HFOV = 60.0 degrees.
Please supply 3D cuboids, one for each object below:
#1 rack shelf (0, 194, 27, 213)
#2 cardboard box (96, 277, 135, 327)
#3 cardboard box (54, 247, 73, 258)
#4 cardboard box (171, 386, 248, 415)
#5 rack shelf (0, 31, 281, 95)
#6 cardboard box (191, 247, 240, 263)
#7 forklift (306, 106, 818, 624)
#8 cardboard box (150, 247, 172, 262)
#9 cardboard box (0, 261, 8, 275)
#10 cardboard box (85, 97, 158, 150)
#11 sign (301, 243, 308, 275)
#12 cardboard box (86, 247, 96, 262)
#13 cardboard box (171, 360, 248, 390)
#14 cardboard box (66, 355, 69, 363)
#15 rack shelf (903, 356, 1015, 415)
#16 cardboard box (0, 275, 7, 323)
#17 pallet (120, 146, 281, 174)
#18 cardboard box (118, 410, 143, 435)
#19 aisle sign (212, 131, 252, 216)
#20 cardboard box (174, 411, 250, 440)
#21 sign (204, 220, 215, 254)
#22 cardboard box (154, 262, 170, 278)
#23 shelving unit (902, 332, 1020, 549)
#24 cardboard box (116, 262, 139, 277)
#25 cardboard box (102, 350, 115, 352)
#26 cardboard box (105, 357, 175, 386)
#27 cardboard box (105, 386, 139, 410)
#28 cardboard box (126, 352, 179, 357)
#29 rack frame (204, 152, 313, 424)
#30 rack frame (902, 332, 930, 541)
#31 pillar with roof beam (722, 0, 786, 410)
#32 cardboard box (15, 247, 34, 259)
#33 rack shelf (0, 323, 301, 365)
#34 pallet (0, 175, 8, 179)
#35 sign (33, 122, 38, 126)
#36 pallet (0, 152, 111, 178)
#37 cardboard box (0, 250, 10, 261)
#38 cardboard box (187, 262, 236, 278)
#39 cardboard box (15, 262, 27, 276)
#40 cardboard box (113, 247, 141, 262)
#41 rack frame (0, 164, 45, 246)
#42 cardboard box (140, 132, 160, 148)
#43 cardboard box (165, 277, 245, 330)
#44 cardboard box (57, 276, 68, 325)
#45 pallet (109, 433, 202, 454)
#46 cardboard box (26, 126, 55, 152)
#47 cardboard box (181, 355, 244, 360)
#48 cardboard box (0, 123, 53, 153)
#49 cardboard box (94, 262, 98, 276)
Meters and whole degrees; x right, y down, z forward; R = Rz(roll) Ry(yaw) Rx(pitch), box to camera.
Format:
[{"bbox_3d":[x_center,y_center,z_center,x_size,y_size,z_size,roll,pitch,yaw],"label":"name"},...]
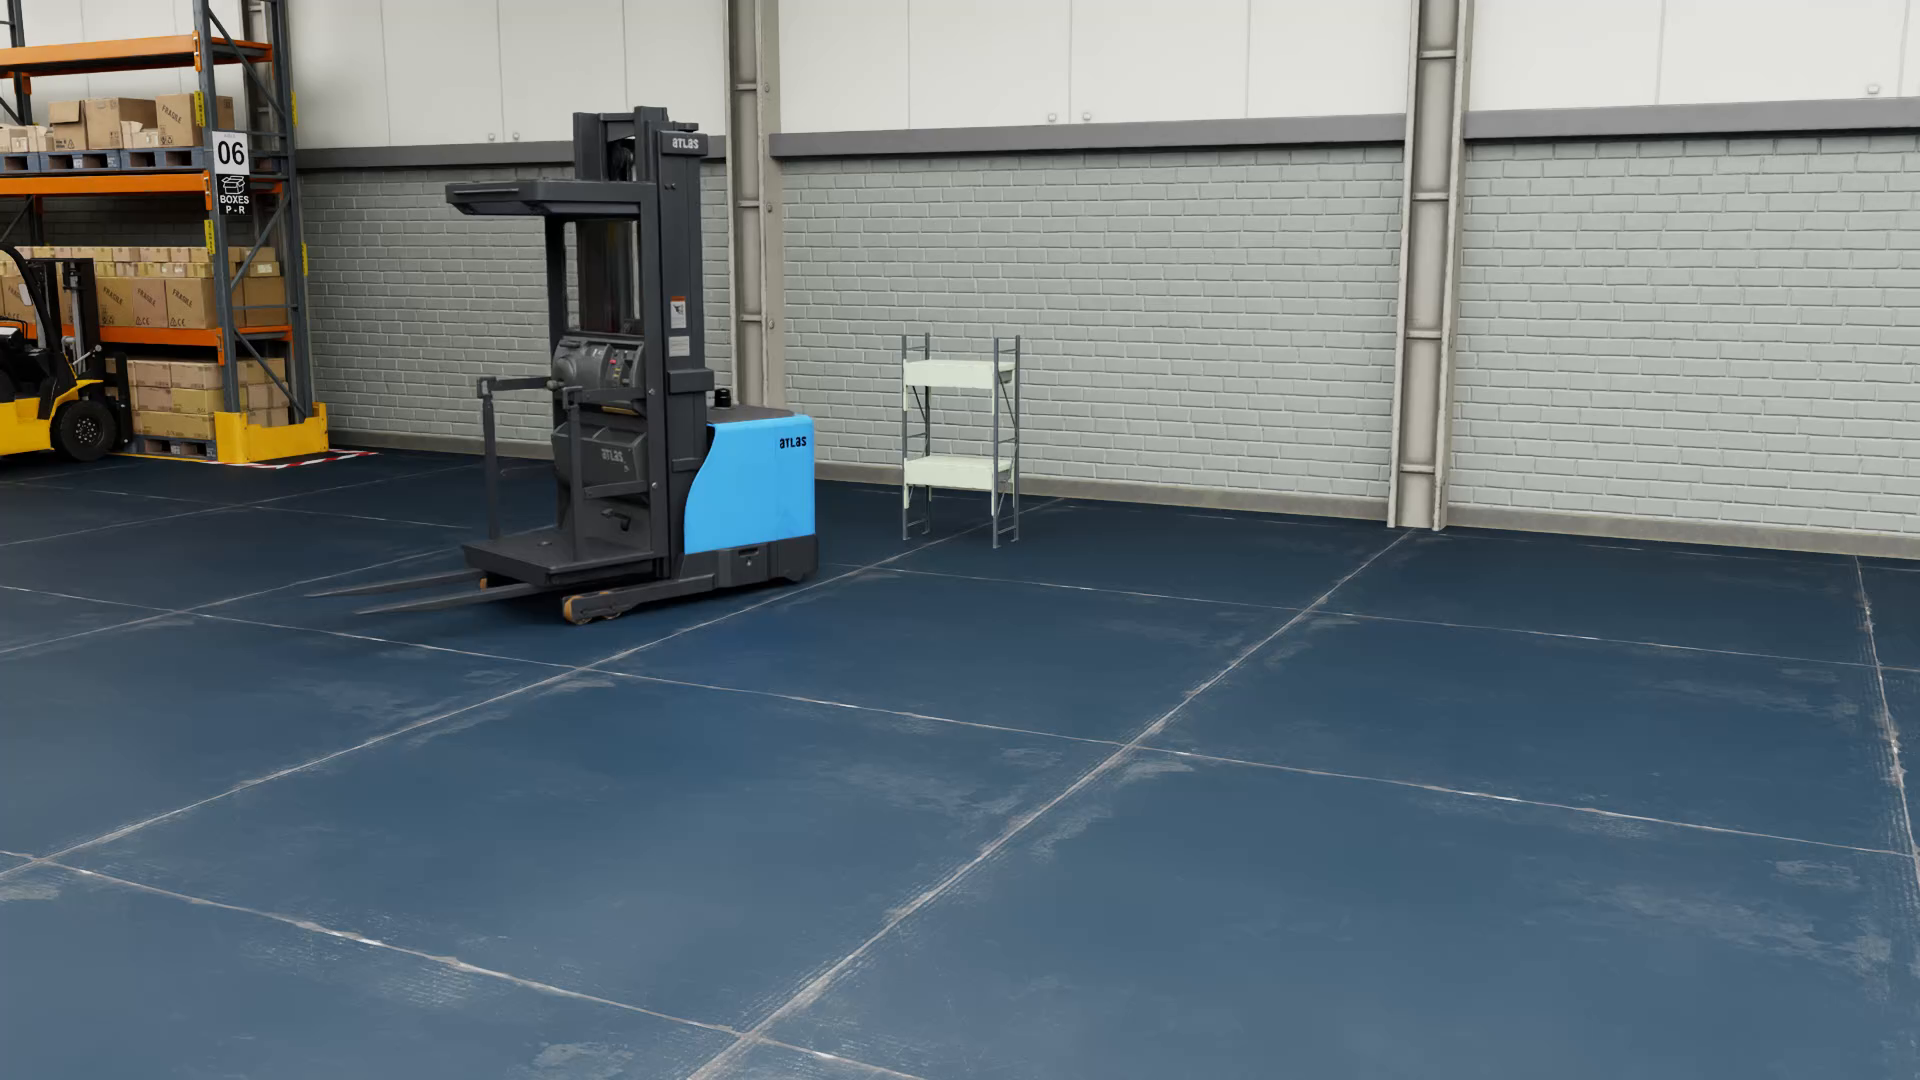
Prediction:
[{"bbox_3d":[-12.388,-3.928,19.108,4.000,0.370,1.077,5,11,26],"label":"rack shelf"},{"bbox_3d":[-8.485,-2.462,17.129,0.500,0.500,0.500,5,11,25],"label":"cardboard box"},{"bbox_3d":[-9.249,-3.002,17.455,0.250,0.149,0.380,5,11,26],"label":"cardboard box"},{"bbox_3d":[-7.582,-1.421,16.797,0.500,0.250,0.500,5,11,25],"label":"cardboard box"},{"bbox_3d":[-8.801,-4.892,17.135,4.000,0.370,1.077,5,11,26],"label":"rack shelf"},{"bbox_3d":[-7.421,-2.842,16.575,0.250,0.149,0.380,5,11,26],"label":"cardboard box"},{"bbox_3d":[-2.331,-1.061,9.865,3.031,2.935,1.130,-10,14,-43],"label":"forklift"},{"bbox_3d":[-7.903,-2.873,16.745,0.250,0.149,0.380,5,12,27],"label":"cardboard box"},{"bbox_3d":[-10.192,-2.929,17.891,0.250,0.149,0.380,5,12,27],"label":"cardboard box"},{"bbox_3d":[-8.386,-4.207,16.888,0.500,0.500,0.700,5,11,26],"label":"cardboard box"},{"bbox_3d":[-6.756,-2.886,17.101,0.005,0.325,0.100,5,11,26],"label":"sign"},{"bbox_3d":[-8.800,-2.962,17.238,0.250,0.149,0.380,5,11,27],"label":"cardboard box"},{"bbox_3d":[-7.558,-1.665,16.742,0.500,0.250,0.500,5,12,28],"label":"cardboard box"},{"bbox_3d":[-9.394,-1.826,17.633,0.500,0.250,0.500,5,12,28],"label":"cardboard box"},{"bbox_3d":[0.006,-1.122,12.024,0.720,0.370,0.431,5,11,26],"label":"rack shelf"},{"bbox_3d":[-10.312,-2.621,18.007,0.500,0.500,0.500,5,11,24],"label":"cardboard box"},{"bbox_3d":[-7.630,-3.825,16.770,1.213,0.211,1.003,5,11,26],"label":"pallet"},{"bbox_3d":[-8.455,-1.255,17.282,0.500,0.250,0.500,5,11,26],"label":"cardboard box"},{"bbox_3d":[-7.078,-3.560,16.179,0.004,0.787,0.394,5,11,26],"label":"aisle sign"},{"bbox_3d":[-7.568,-1.173,16.832,0.500,0.250,0.500,5,11,26],"label":"cardboard box"},{"bbox_3d":[-7.260,-2.934,16.101,0.005,0.325,0.100,5,11,26],"label":"sign"},{"bbox_3d":[-7.890,-2.730,16.787,0.250,0.149,0.380,5,12,27],"label":"cardboard box"},{"bbox_3d":[0.006,-0.737,12.094,0.755,1.500,0.431,5,11,26],"label":"shelving unit"},{"bbox_3d":[-8.367,-2.764,16.980,0.250,0.149,0.380,5,11,24],"label":"cardboard box"},{"bbox_3d":[-9.606,-1.948,18.307,0.500,0.250,0.500,5,11,25],"label":"cardboard box"},{"bbox_3d":[-8.475,-1.743,17.170,0.500,0.250,0.500,5,11,27],"label":"cardboard box"},{"bbox_3d":[-8.499,-1.500,17.231,0.500,0.250,0.500,5,11,25],"label":"cardboard box"},{"bbox_3d":[-8.704,-1.868,17.864,0.500,0.250,0.500,5,11,25],"label":"cardboard box"},{"bbox_3d":[-7.007,-2.333,16.698,0.127,3.000,1.000,5,11,26],"label":"rack frame"},{"bbox_3d":[-0.322,-0.766,12.253,0.023,1.500,0.400,5,11,26],"label":"rack frame"},{"bbox_3d":[-3.757,-4.324,10.851,0.400,9.000,9.100,5,11,26],"label":"pillar with roof beam"},{"bbox_3d":[-9.747,-3.029,17.606,0.250,0.149,0.380,5,12,27],"label":"cardboard box"},{"bbox_3d":[-8.801,-2.137,17.633,4.000,0.370,1.077,5,11,26],"label":"rack shelf"},{"bbox_3d":[-11.391,-4.098,18.562,1.217,0.209,0.805,5,11,24],"label":"pallet"},{"bbox_3d":[-10.350,-4.506,18.610,0.005,0.325,0.100,5,11,26],"label":"sign"},{"bbox_3d":[-9.818,-4.018,17.832,1.213,0.211,1.003,5,11,26],"label":"pallet"},{"bbox_3d":[-10.157,-3.087,17.928,0.250,0.149,0.380,5,11,27],"label":"cardboard box"},{"bbox_3d":[-7.442,-2.684,16.535,0.250,0.149,0.380,5,11,27],"label":"cardboard box"},{"bbox_3d":[-9.757,-2.882,17.629,0.250,0.149,0.380,5,12,27],"label":"cardboard box"},{"bbox_3d":[-8.376,-2.907,16.935,0.250,0.149,0.380,5,12,27],"label":"cardboard box"},{"bbox_3d":[-10.594,-2.648,18.440,0.127,3.000,1.000,5,11,26],"label":"rack frame"},{"bbox_3d":[-7.884,-3.958,16.500,0.250,0.149,0.380,5,11,24],"label":"cardboard box"},{"bbox_3d":[-7.565,-2.379,16.672,0.500,0.500,0.500,5,11,25],"label":"cardboard box"},{"bbox_3d":[-9.383,-2.543,17.576,0.500,0.500,0.500,5,11,25],"label":"cardboard box"},{"bbox_3d":[-8.801,-1.111,17.775,1.213,0.211,1.003,5,11,26],"label":"pallet"},{"bbox_3d":[-9.397,-4.149,17.224,0.258,0.266,0.396,5,11,24],"label":"cardboard box"},{"bbox_3d":[-7.804,-1.786,17.407,0.500,0.250,0.500,5,11,26],"label":"cardboard box"},{"bbox_3d":[-9.956,-4.232,17.557,0.500,0.311,0.500,5,12,27],"label":"cardboard box"},{"bbox_3d":[-8.787,-2.815,17.261,0.250,0.149,0.380,5,11,25],"label":"cardboard box"}]
